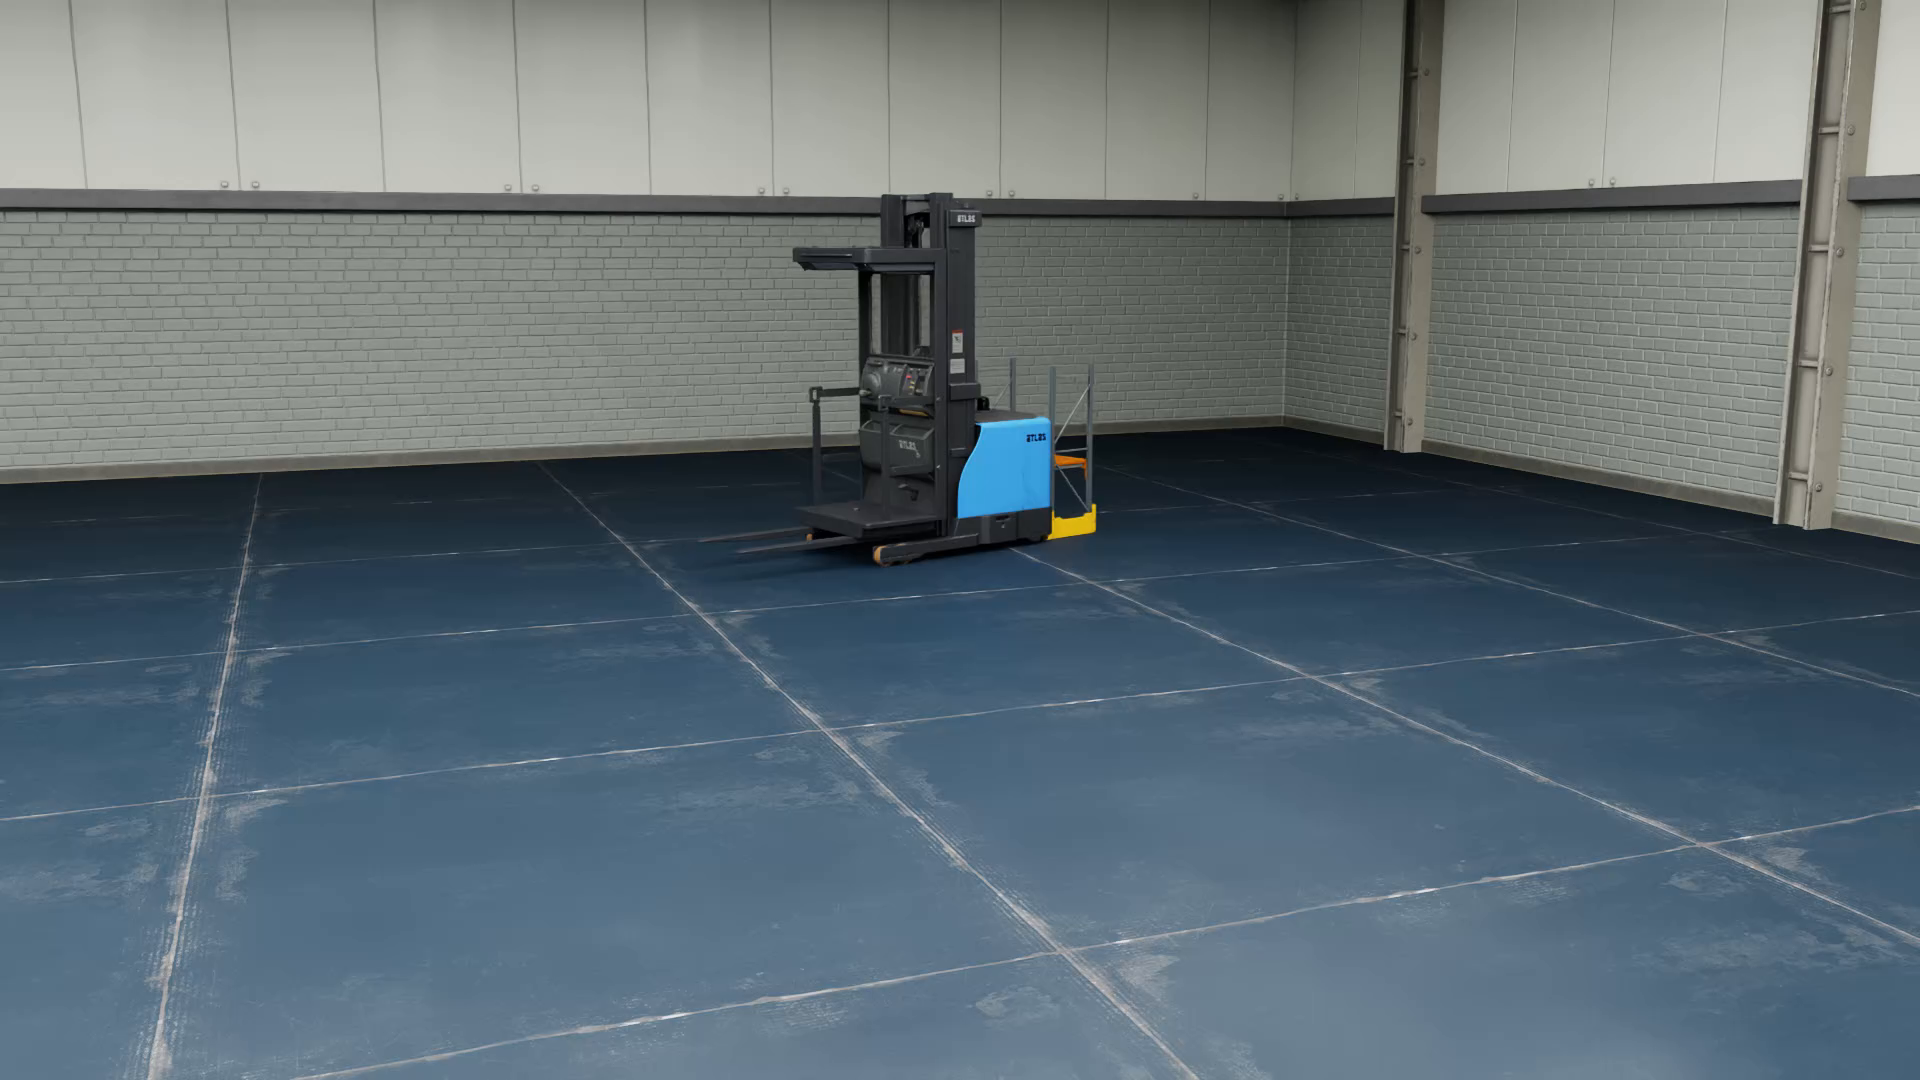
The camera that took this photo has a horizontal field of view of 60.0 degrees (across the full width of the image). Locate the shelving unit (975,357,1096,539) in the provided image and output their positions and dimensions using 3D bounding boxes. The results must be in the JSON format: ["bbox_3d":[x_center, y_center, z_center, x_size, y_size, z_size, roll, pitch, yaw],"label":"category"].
[{"bbox_3d":[0.646,-0.847,14.899,0.587,1.500,1.083,-8,13,-39],"label":"shelving unit"}]

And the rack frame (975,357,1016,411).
[{"bbox_3d":[0.312,-0.916,15.288,0.500,1.500,0.032,-8,13,-39],"label":"rack frame"}]

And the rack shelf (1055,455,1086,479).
[{"bbox_3d":[0.640,-0.671,14.937,0.538,0.185,1.000,-8,13,-39],"label":"rack shelf"}]

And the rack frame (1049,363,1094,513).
[{"bbox_3d":[0.968,-0.780,14.523,0.500,1.500,0.032,-8,13,-39],"label":"rack frame"}]

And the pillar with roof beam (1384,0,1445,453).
[{"bbox_3d":[1.498,-5.269,18.349,9.100,9.000,0.400,-4,11,-21],"label":"pillar with roof beam"}]

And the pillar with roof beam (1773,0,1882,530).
[{"bbox_3d":[3.672,-4.290,12.843,9.100,9.000,0.400,-4,11,-21],"label":"pillar with roof beam"}]

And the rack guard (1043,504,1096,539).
[{"bbox_3d":[0.967,-0.165,14.634,0.587,0.250,0.087,-8,13,-39],"label":"rack guard"}]

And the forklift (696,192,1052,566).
[{"bbox_3d":[-0.685,-1.337,13.565,3.031,2.935,1.130,-8,13,-37],"label":"forklift"}]
